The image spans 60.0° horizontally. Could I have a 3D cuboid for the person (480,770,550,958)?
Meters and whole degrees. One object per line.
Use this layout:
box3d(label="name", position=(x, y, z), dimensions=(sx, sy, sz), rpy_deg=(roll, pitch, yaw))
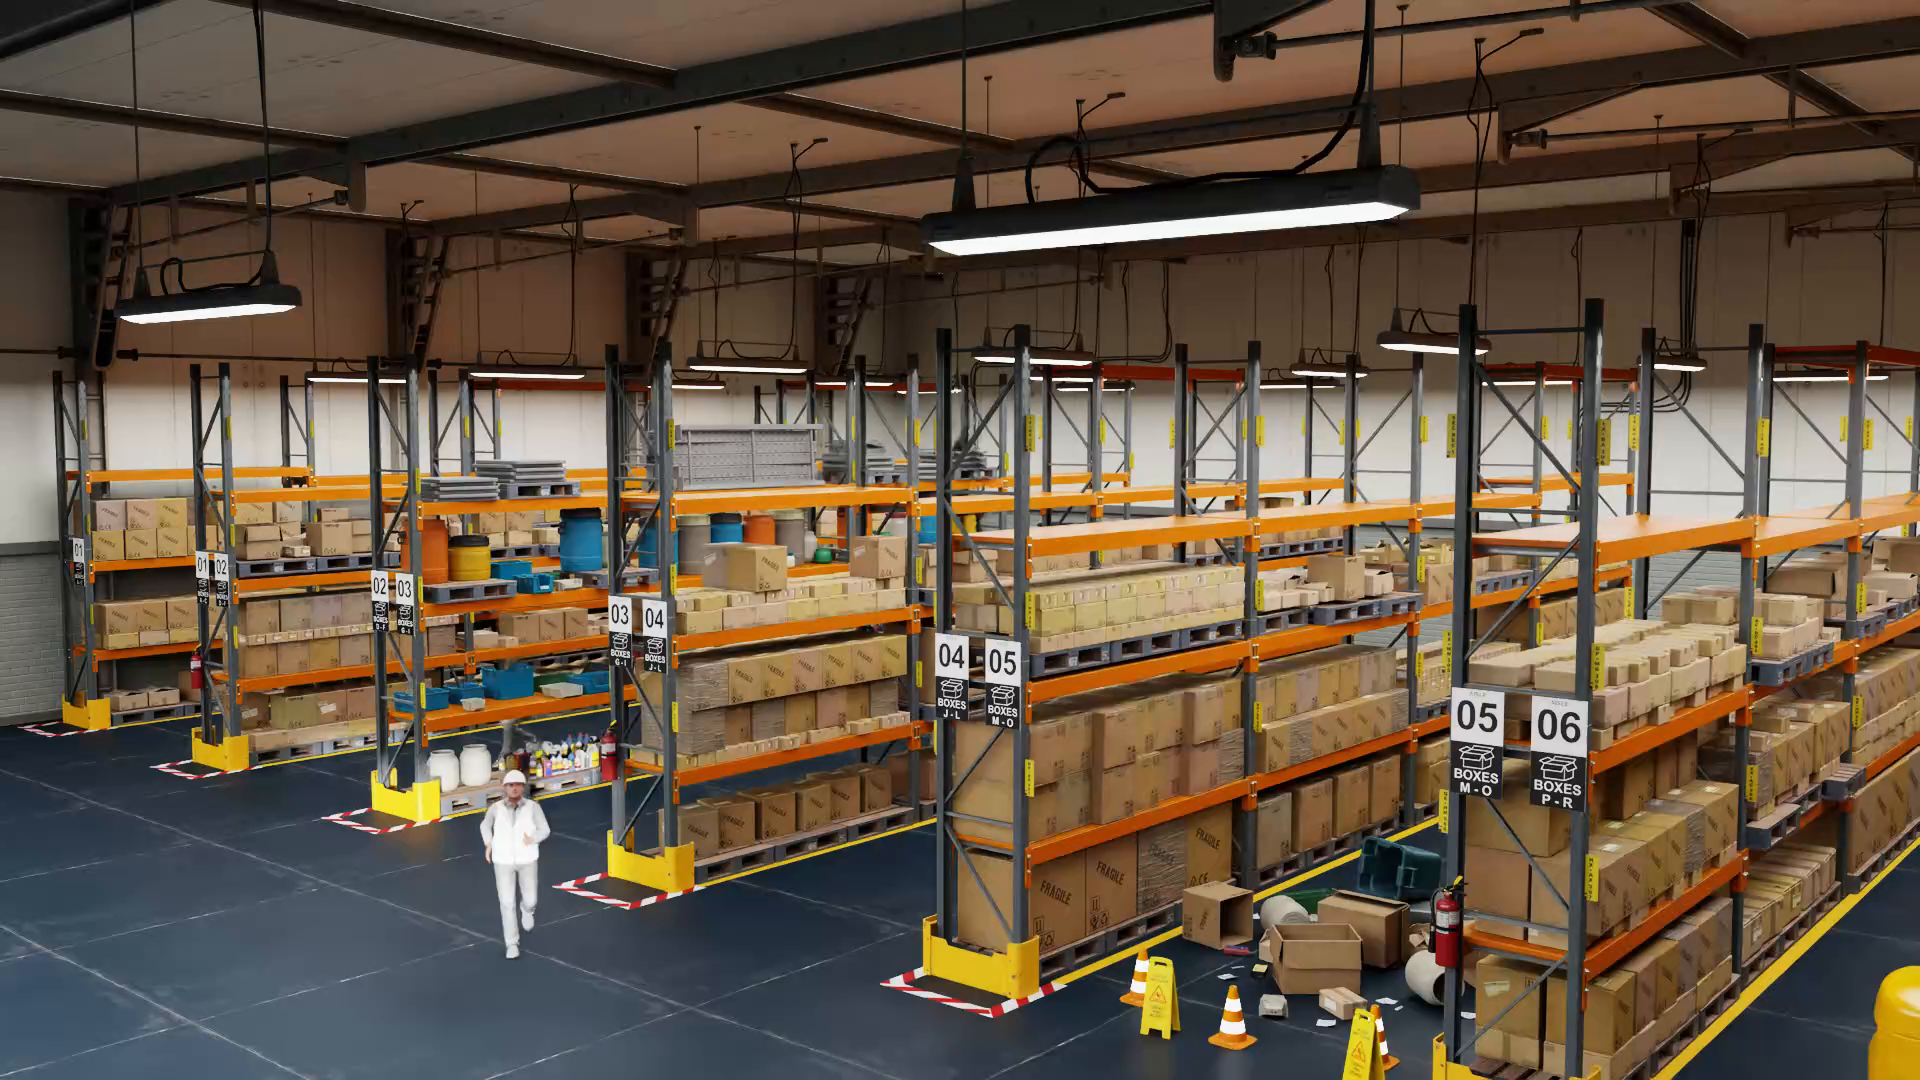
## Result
box3d(label="person", position=(-4.340, 3.118, 16.231), dimensions=(0.669, 1.747, 0.883), rpy_deg=(-1, 4, -14))

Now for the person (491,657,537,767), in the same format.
box3d(label="person", position=(-6.716, 2.559, 25.036), dimensions=(0.559, 1.609, 0.857), rpy_deg=(3, 5, 38))

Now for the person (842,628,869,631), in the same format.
box3d(label="person", position=(-2.039, 2.000, 32.020), dimensions=(0.702, 1.721, 0.589), rpy_deg=(2, 5, 25))

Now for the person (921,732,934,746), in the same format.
box3d(label="person", position=(-0.350, 2.501, 24.968), dimensions=(0.657, 1.743, 0.605), rpy_deg=(2, 5, 29))
